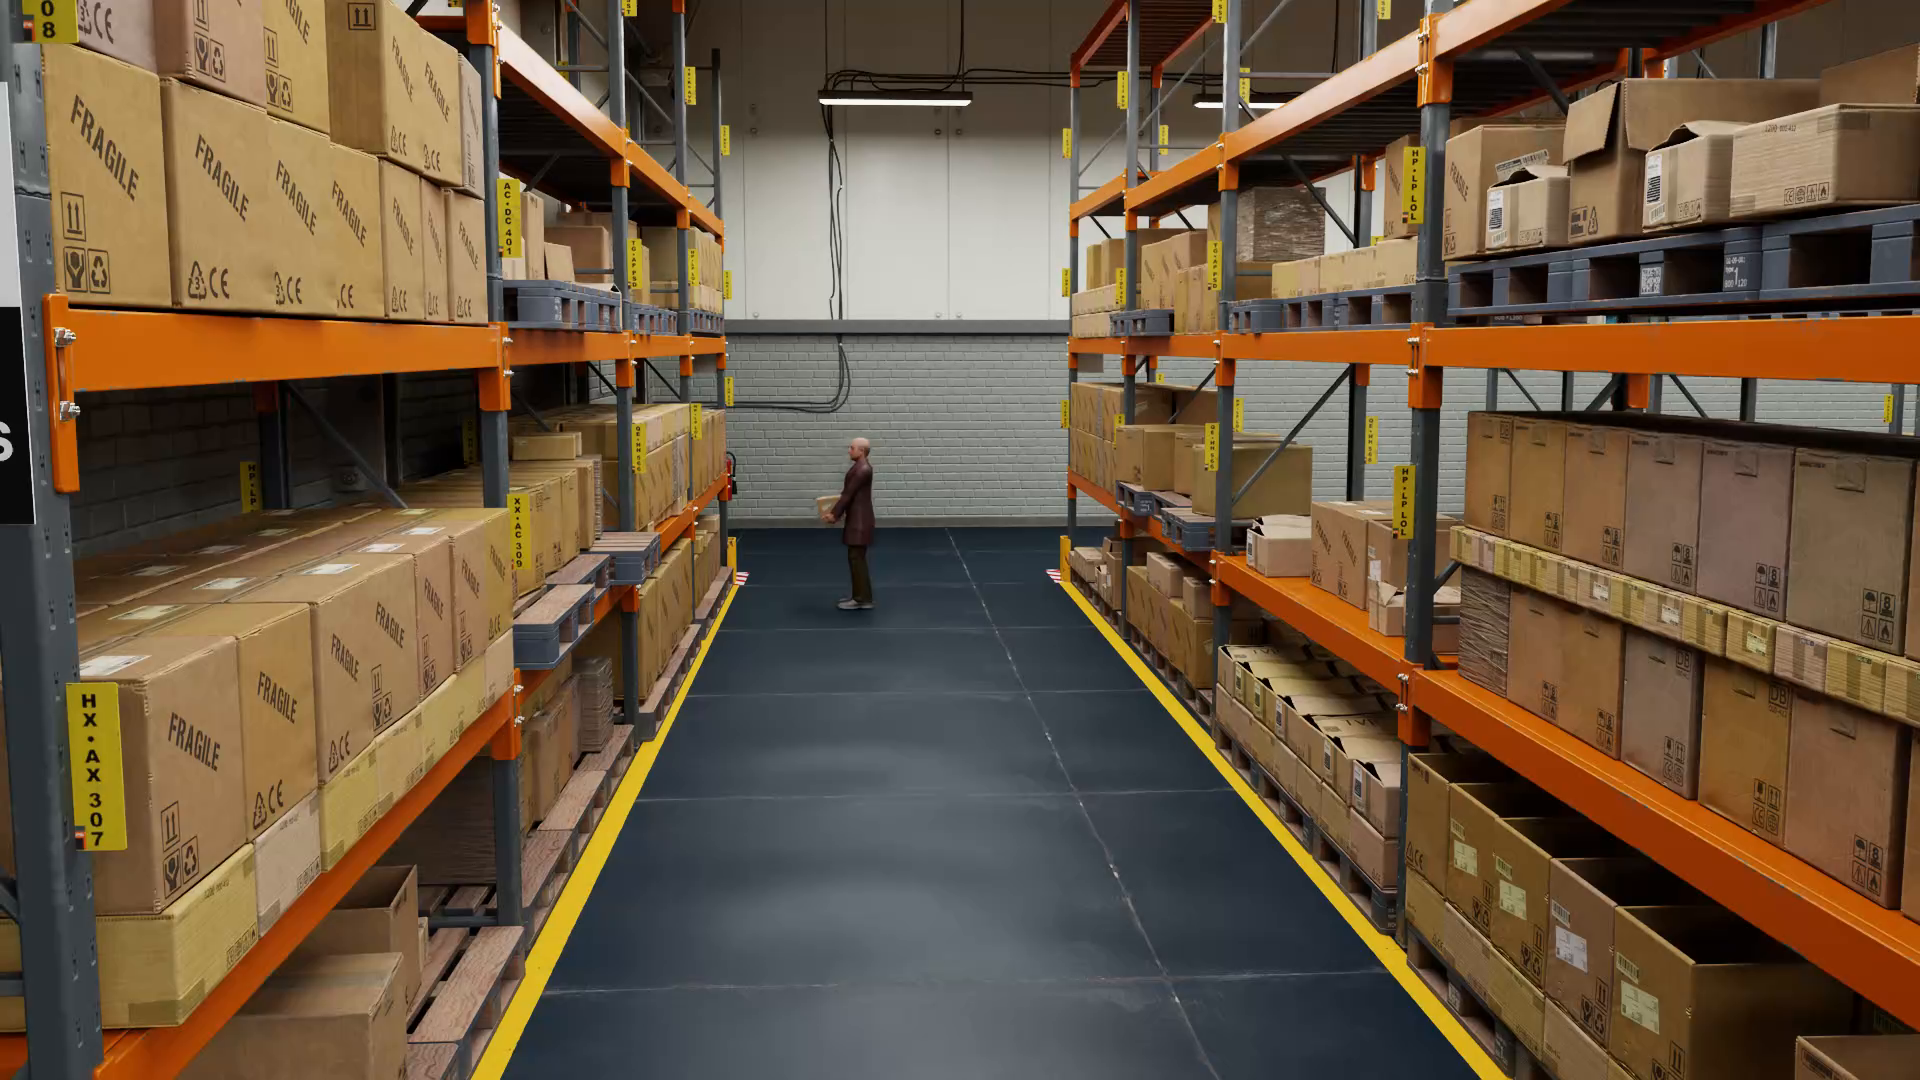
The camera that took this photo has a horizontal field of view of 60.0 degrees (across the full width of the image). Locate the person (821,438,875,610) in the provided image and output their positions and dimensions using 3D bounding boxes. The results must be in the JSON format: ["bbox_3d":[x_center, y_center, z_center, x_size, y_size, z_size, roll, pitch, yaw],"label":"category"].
[{"bbox_3d":[-1.163,-0.176,17.307,0.556,1.780,0.526,-1,7,-4],"label":"person"}]
